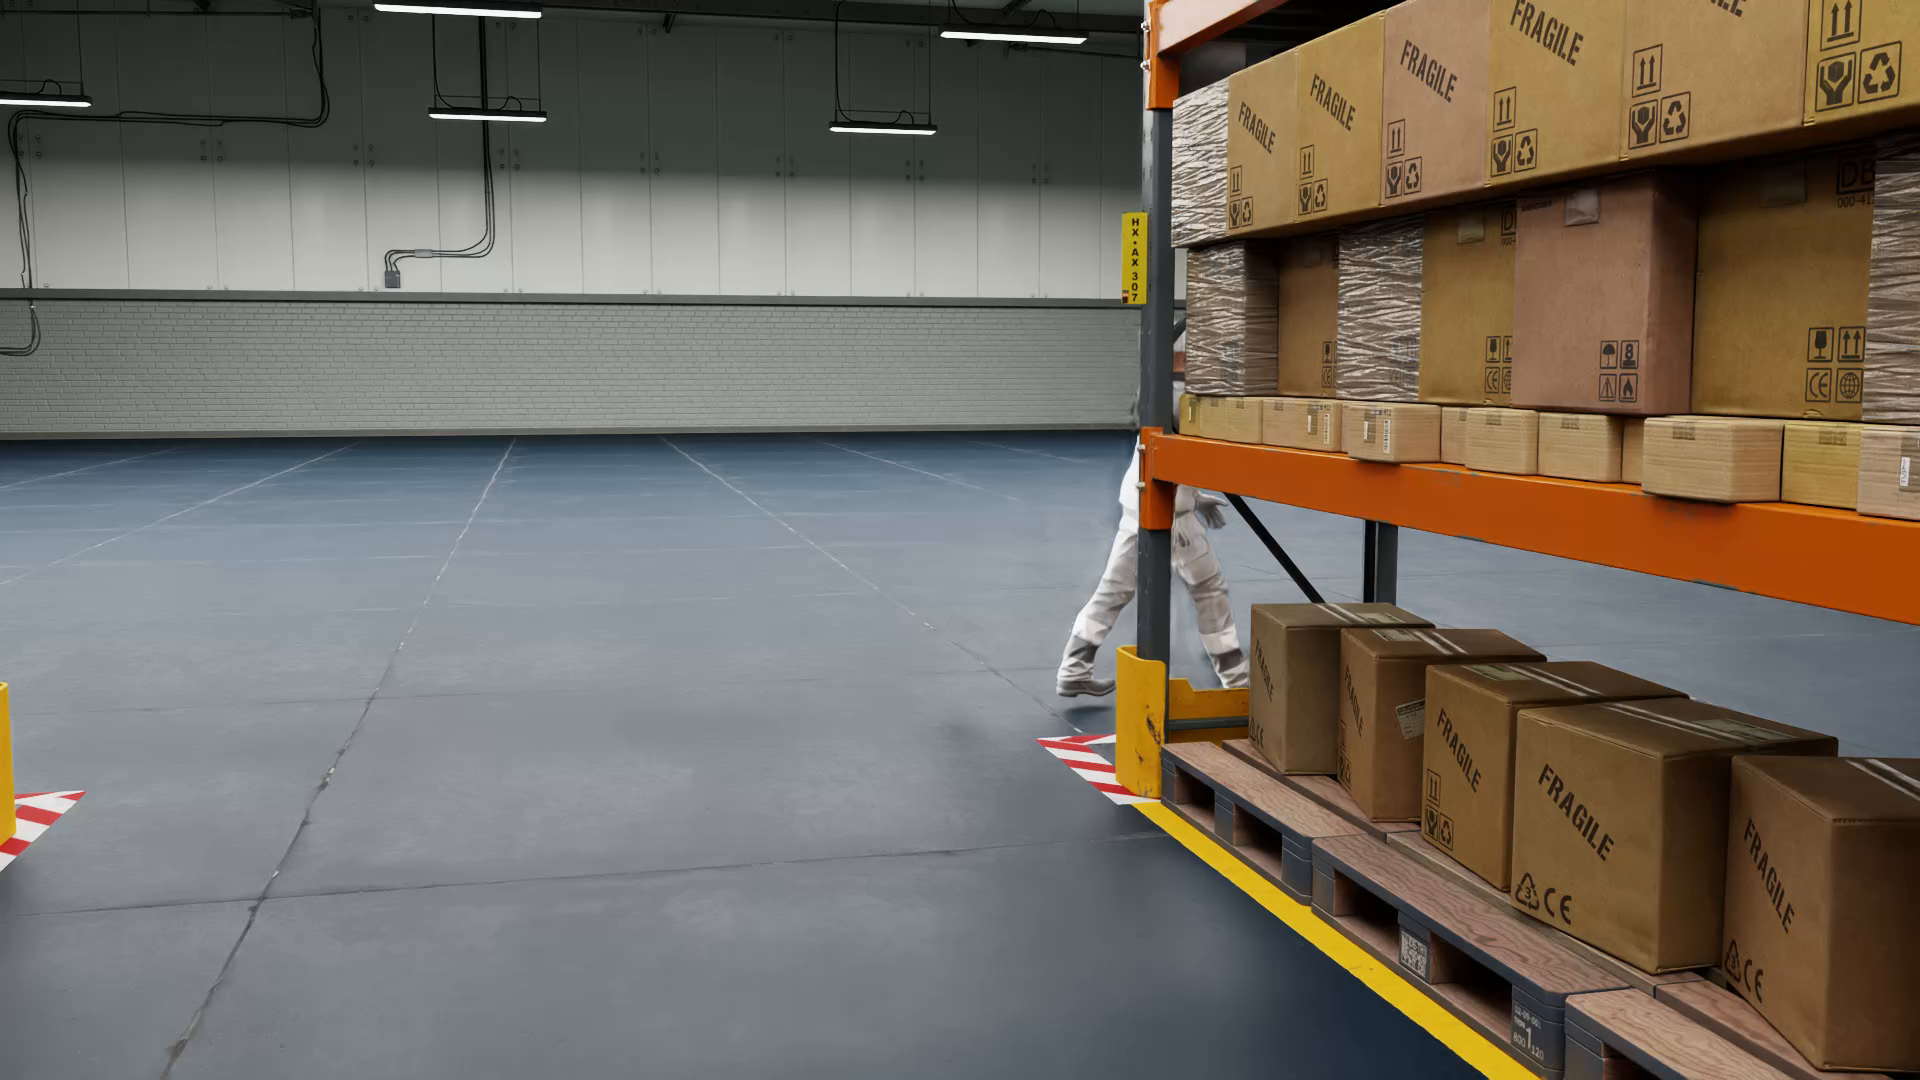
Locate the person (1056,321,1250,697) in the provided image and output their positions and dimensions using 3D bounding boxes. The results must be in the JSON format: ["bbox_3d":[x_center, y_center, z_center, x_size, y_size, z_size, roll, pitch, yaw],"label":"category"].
[{"bbox_3d":[0.969,-0.115,7.466,1.029,1.738,0.623,-1,6,-11],"label":"person"}]
